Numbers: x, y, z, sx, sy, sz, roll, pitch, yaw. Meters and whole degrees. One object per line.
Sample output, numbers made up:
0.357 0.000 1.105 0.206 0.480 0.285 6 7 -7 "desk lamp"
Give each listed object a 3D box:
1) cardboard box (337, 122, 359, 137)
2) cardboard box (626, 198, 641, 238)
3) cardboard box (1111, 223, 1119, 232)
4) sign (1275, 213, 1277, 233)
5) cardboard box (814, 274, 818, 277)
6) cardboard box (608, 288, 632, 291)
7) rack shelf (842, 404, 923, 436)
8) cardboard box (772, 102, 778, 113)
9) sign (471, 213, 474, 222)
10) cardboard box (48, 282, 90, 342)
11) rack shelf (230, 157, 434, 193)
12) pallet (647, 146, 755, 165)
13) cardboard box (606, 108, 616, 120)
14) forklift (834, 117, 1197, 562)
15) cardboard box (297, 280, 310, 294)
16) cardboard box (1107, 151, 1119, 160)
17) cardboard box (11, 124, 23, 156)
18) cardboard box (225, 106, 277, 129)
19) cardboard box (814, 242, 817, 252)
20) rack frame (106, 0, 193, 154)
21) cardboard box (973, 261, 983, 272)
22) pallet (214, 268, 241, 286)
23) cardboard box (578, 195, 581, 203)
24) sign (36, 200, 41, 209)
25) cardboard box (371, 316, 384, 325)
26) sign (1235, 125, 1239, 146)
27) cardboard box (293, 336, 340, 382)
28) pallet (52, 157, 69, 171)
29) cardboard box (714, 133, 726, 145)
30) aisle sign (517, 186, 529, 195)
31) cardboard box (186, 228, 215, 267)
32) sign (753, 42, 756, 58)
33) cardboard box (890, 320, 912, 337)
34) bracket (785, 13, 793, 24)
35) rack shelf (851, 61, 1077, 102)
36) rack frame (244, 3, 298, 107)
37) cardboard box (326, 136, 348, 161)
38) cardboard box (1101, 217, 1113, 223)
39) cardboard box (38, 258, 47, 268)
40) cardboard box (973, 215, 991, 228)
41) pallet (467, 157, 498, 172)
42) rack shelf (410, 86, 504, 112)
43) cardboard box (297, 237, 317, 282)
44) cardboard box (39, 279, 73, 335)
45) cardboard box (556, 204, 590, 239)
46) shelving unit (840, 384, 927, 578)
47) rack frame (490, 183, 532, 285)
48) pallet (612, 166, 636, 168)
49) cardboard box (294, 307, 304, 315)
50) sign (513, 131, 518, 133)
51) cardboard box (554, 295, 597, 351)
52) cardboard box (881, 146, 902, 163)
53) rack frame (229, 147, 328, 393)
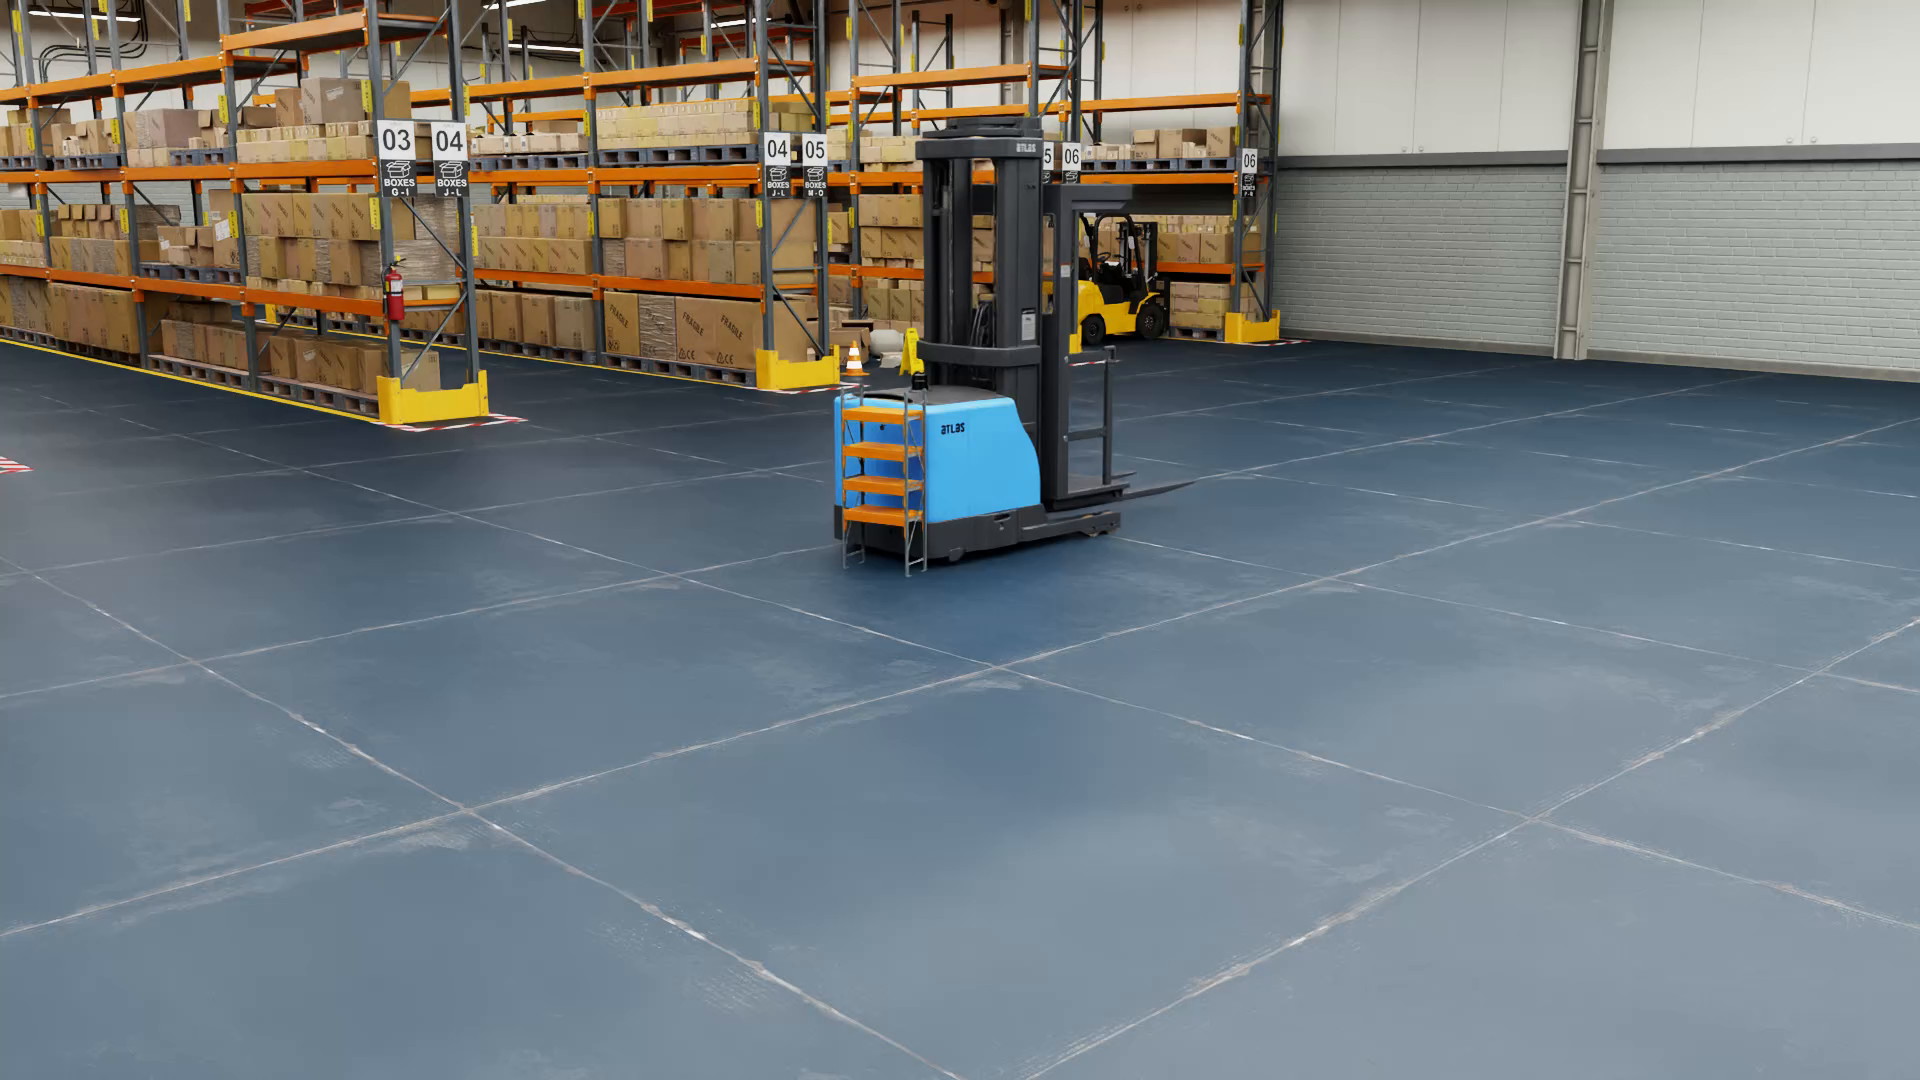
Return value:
-6.556 -4.475 18.151 0.250 0.149 0.380 11 16 43 "cardboard box"
-4.187 -4.548 23.506 0.875 0.550 0.550 -11 16 -43 "cardboard box"
2.924 -5.592 29.767 0.380 0.149 0.250 -11 16 -43 "cardboard box"
5.385 -5.421 28.448 0.100 0.325 0.005 -11 16 -43 "sign"
-3.005 -5.813 36.239 0.250 0.149 0.380 11 16 44 "cardboard box"
-6.409 -5.026 33.100 0.875 0.875 0.875 -10 15 -41 "cardboard box"
-0.496 -0.776 10.757 0.480 0.148 0.258 7 14 30 "rack shelf"
-2.291 -5.606 21.612 0.380 0.149 0.250 -11 16 -42 "cardboard box"
-12.131 -8.043 41.468 0.339 0.242 0.001 -11 16 -43 "sign"
-13.606 -3.634 26.342 1.225 0.875 0.875 -11 16 -42 "cardboard box"
-7.157 -4.217 19.296 1.077 0.370 4.000 -11 16 -43 "rack shelf"
-3.485 -5.195 22.482 1.003 0.211 1.213 -11 16 -43 "pallet"
-4.698 -5.922 23.148 0.380 0.149 0.250 -11 16 -43 "cardboard box"
0.535 -1.520 12.027 3.031 2.935 1.130 -11 16 -42 "forklift"
-7.562 -2.979 19.559 0.380 0.149 0.250 -11 16 -43 "cardboard box"
2.838 -6.846 29.608 0.380 0.149 0.250 -10 15 -41 "cardboard box"
-15.015 -6.517 27.142 0.700 0.500 0.500 -10 15 -40 "cardboard box"
-8.791 -5.200 20.987 0.637 0.503 0.797 11 16 42 "cardboard box"
-2.299 -4.966 28.164 0.380 0.149 0.250 -11 16 -43 "cardboard box"
-11.300 -6.914 23.171 1.000 3.000 0.127 -11 16 -43 "rack frame"
0.362 -4.186 25.420 0.380 0.149 0.250 -11 16 -42 "cardboard box"
-8.961 -3.430 21.602 1.003 0.211 1.213 -11 16 -43 "pallet"
-7.442 -6.851 33.399 0.380 0.149 0.250 -10 16 -41 "cardboard box"
-16.423 -5.900 29.660 0.100 0.325 0.005 -11 16 -43 "sign"
-10.087 -4.073 29.400 0.500 0.500 0.500 -10 15 -40 "cardboard box"
4.577 -6.672 27.431 0.100 0.325 0.005 -11 16 -43 "sign"
-7.890 -2.227 20.442 0.500 0.500 0.500 -5 13 -25 "cardboard box"
-13.394 -5.808 25.710 1.217 0.209 0.805 11 16 43 "pallet"
-2.945 -5.161 21.430 0.380 0.149 0.250 -11 16 -42 "cardboard box"
-9.483 -7.851 36.145 0.394 0.787 0.004 -11 16 -43 "aisle sign"
-9.802 -3.889 22.056 0.797 0.503 0.637 -9 15 -37 "cardboard box"
-3.747 -8.869 30.146 0.100 0.325 0.005 -11 16 -43 "sign"
-0.782 -3.432 26.910 0.500 0.250 0.500 -10 15 -39 "cardboard box"
-3.680 -11.573 36.861 0.235 0.232 0.430 -11 16 -43 "bracket"
0.011 -7.066 25.697 1.077 0.370 4.000 -11 16 -43 "rack shelf"
-13.168 -8.758 32.121 1.000 3.000 0.127 -11 16 -43 "rack frame"
-6.639 -4.312 18.343 0.500 0.250 0.500 -11 16 -42 "cardboard box"
2.754 -5.776 29.923 0.380 0.149 0.250 -10 16 -41 "cardboard box"
-14.510 -4.436 26.630 0.380 0.149 0.250 -11 16 -42 "cardboard box"
0.537 -4.993 25.249 0.700 0.500 0.500 -11 16 -42 "cardboard box"
-7.160 -5.942 26.356 1.213 0.211 1.003 -10 15 -40 "pallet"
-9.024 -7.334 27.984 1.077 0.370 4.000 -11 16 -43 "rack shelf"
-7.219 -3.297 19.496 0.875 0.500 0.500 -11 16 -43 "cardboard box"
-14.461 -3.832 27.304 0.875 0.875 0.875 -11 16 -43 "cardboard box"
-5.585 -4.754 24.826 0.700 0.500 0.500 -11 16 -43 "cardboard box"
-0.496 -0.391 10.836 0.503 1.200 0.258 7 14 30 "shelving unit"
-9.658 -6.524 36.146 1.000 3.000 0.127 -11 16 -43 "rack frame"
-6.226 -7.189 32.413 1.217 0.209 0.805 11 16 43 "pallet"
-12.524 -4.394 31.828 0.380 0.149 0.250 -11 16 -42 "cardboard box"
-7.236 -6.490 27.066 0.100 0.325 0.005 -11 16 -43 "sign"
-5.375 -3.251 24.790 1.050 0.750 0.750 -11 16 -43 "cardboard box"
-0.902 -6.138 26.472 0.500 0.250 0.500 -11 16 -43 "cardboard box"
-8.538 -3.392 20.943 1.000 3.000 0.127 -11 16 -43 "rack frame"
